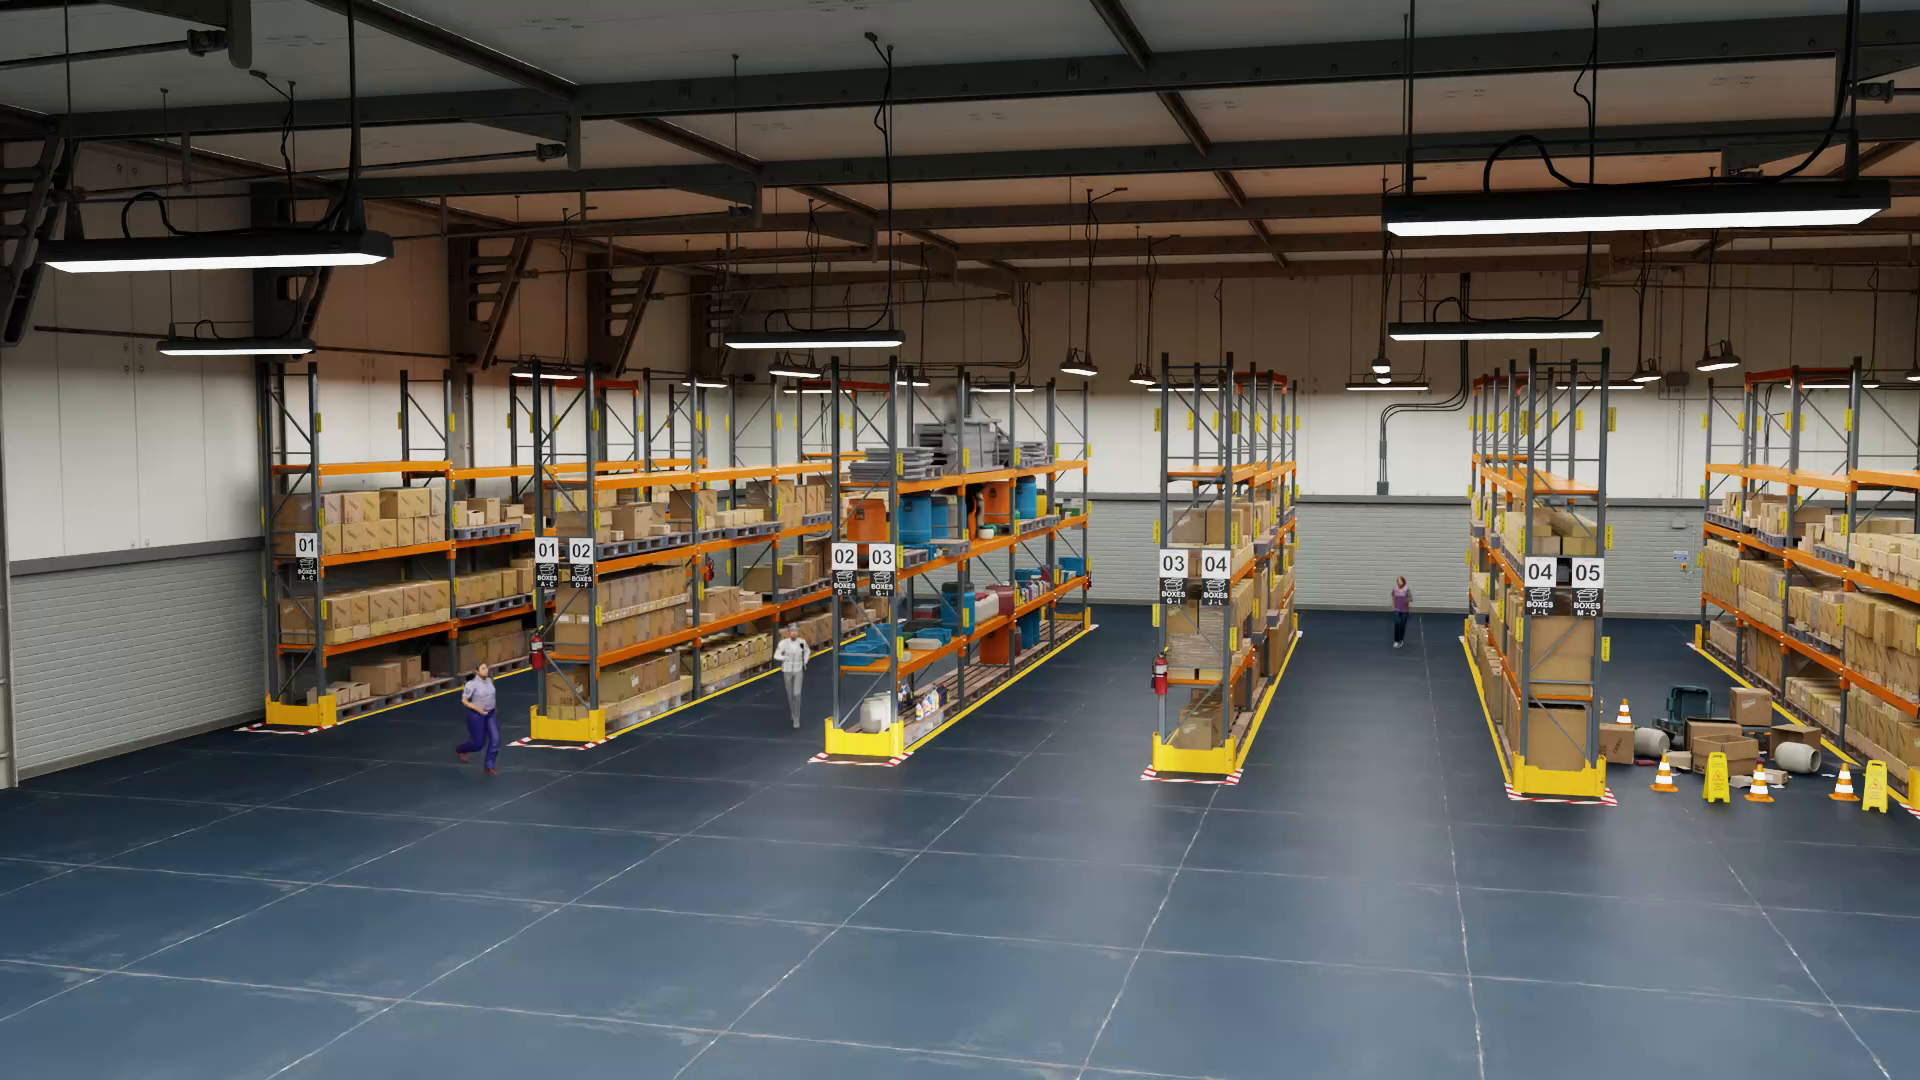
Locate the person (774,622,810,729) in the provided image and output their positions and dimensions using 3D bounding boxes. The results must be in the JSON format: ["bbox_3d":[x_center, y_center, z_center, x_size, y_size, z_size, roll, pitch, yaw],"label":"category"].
[{"bbox_3d":[-2.787,2.223,27.589,0.583,1.747,0.801,0,4,-3],"label":"person"}]

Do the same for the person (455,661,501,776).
[{"bbox_3d":[-6.869,2.548,23.772,0.750,1.645,0.616,3,5,32],"label":"person"}]

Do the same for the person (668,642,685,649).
[{"bbox_3d":[-5.969,1.768,34.598,0.569,1.617,0.554,1,4,20],"label":"person"}]

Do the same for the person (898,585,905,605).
[{"bbox_3d":[-1.739,1.158,42.799,0.598,1.662,0.592,1,4,18],"label":"person"}]

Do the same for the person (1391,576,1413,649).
[{"bbox_3d":[9.812,1.618,36.958,0.506,1.638,0.697,1,4,18],"label":"person"}]
